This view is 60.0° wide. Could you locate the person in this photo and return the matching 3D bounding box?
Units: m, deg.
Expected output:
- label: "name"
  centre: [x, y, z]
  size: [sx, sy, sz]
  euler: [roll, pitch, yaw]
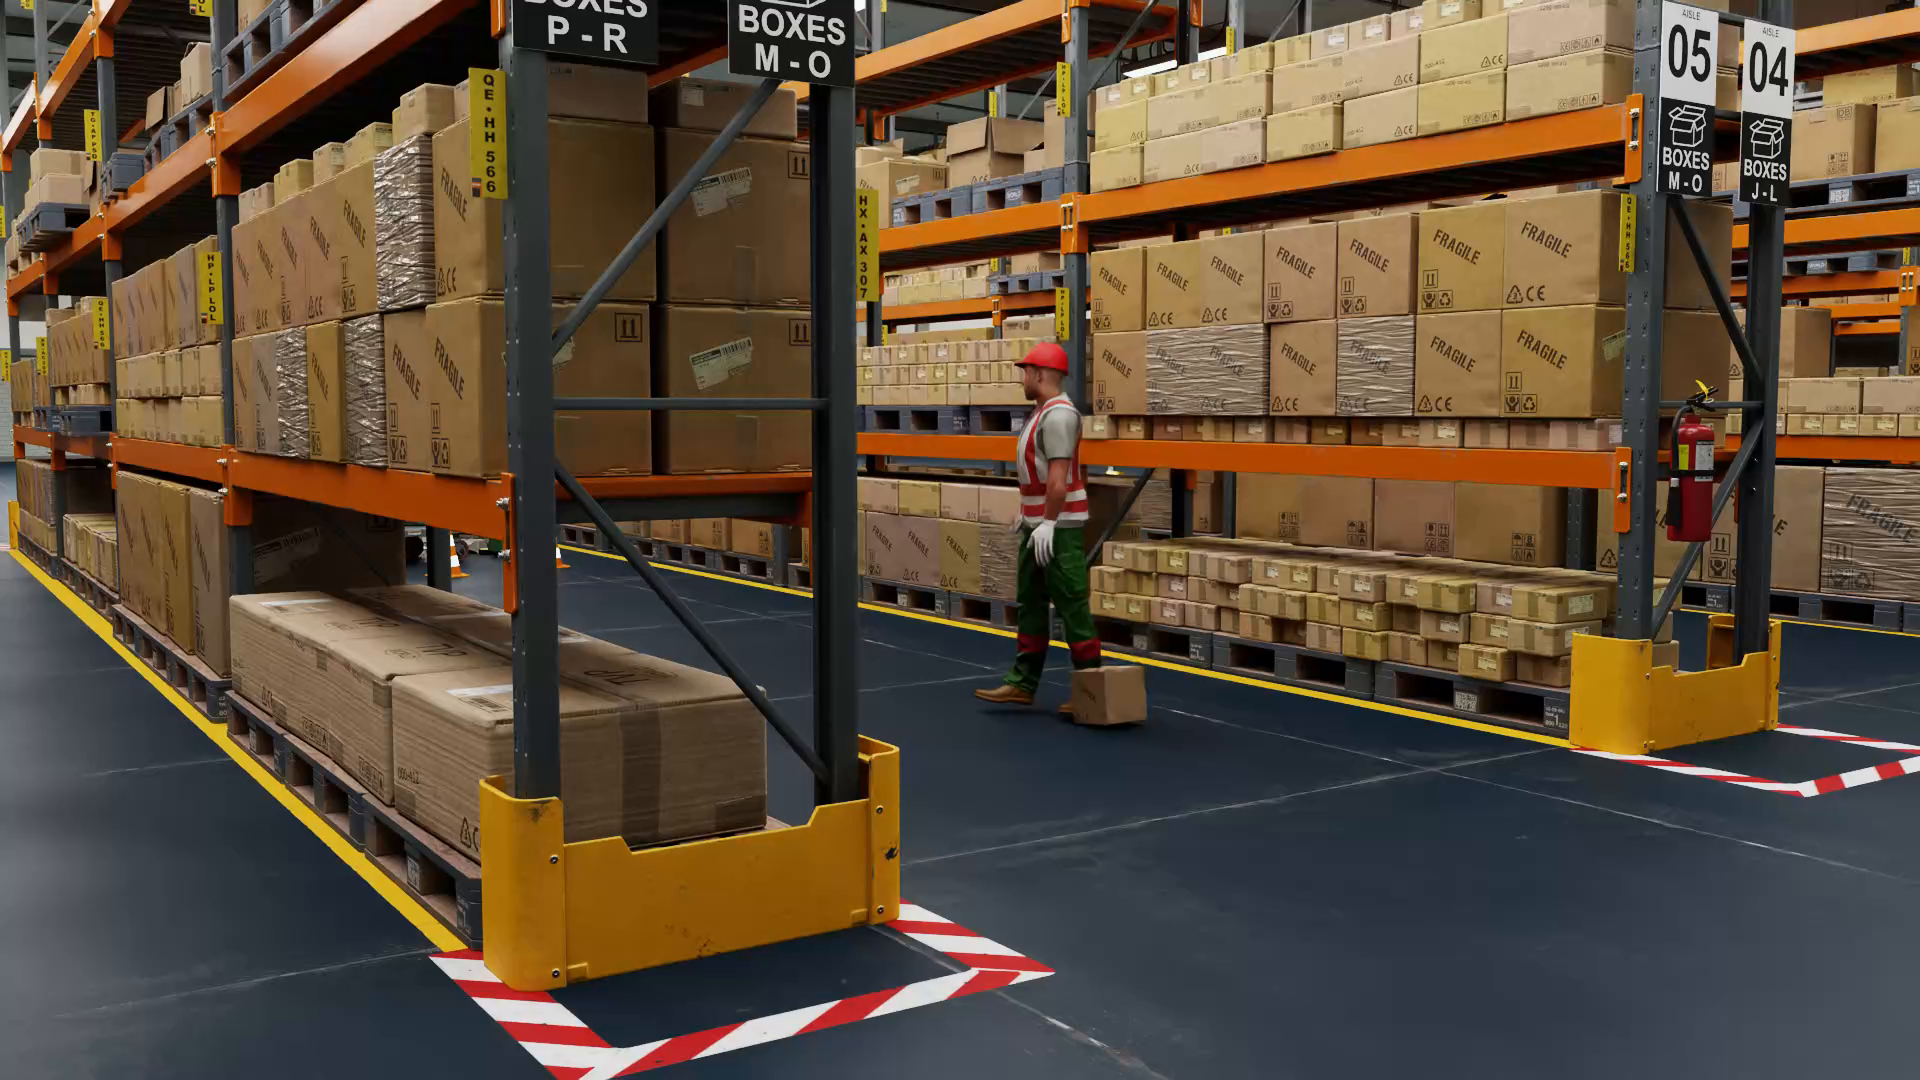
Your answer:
- label: "person"
  centre: [0.379, -0.062, 8.091]
  size: [0.587, 1.786, 0.646]
  euler: [-1, 5, -11]
